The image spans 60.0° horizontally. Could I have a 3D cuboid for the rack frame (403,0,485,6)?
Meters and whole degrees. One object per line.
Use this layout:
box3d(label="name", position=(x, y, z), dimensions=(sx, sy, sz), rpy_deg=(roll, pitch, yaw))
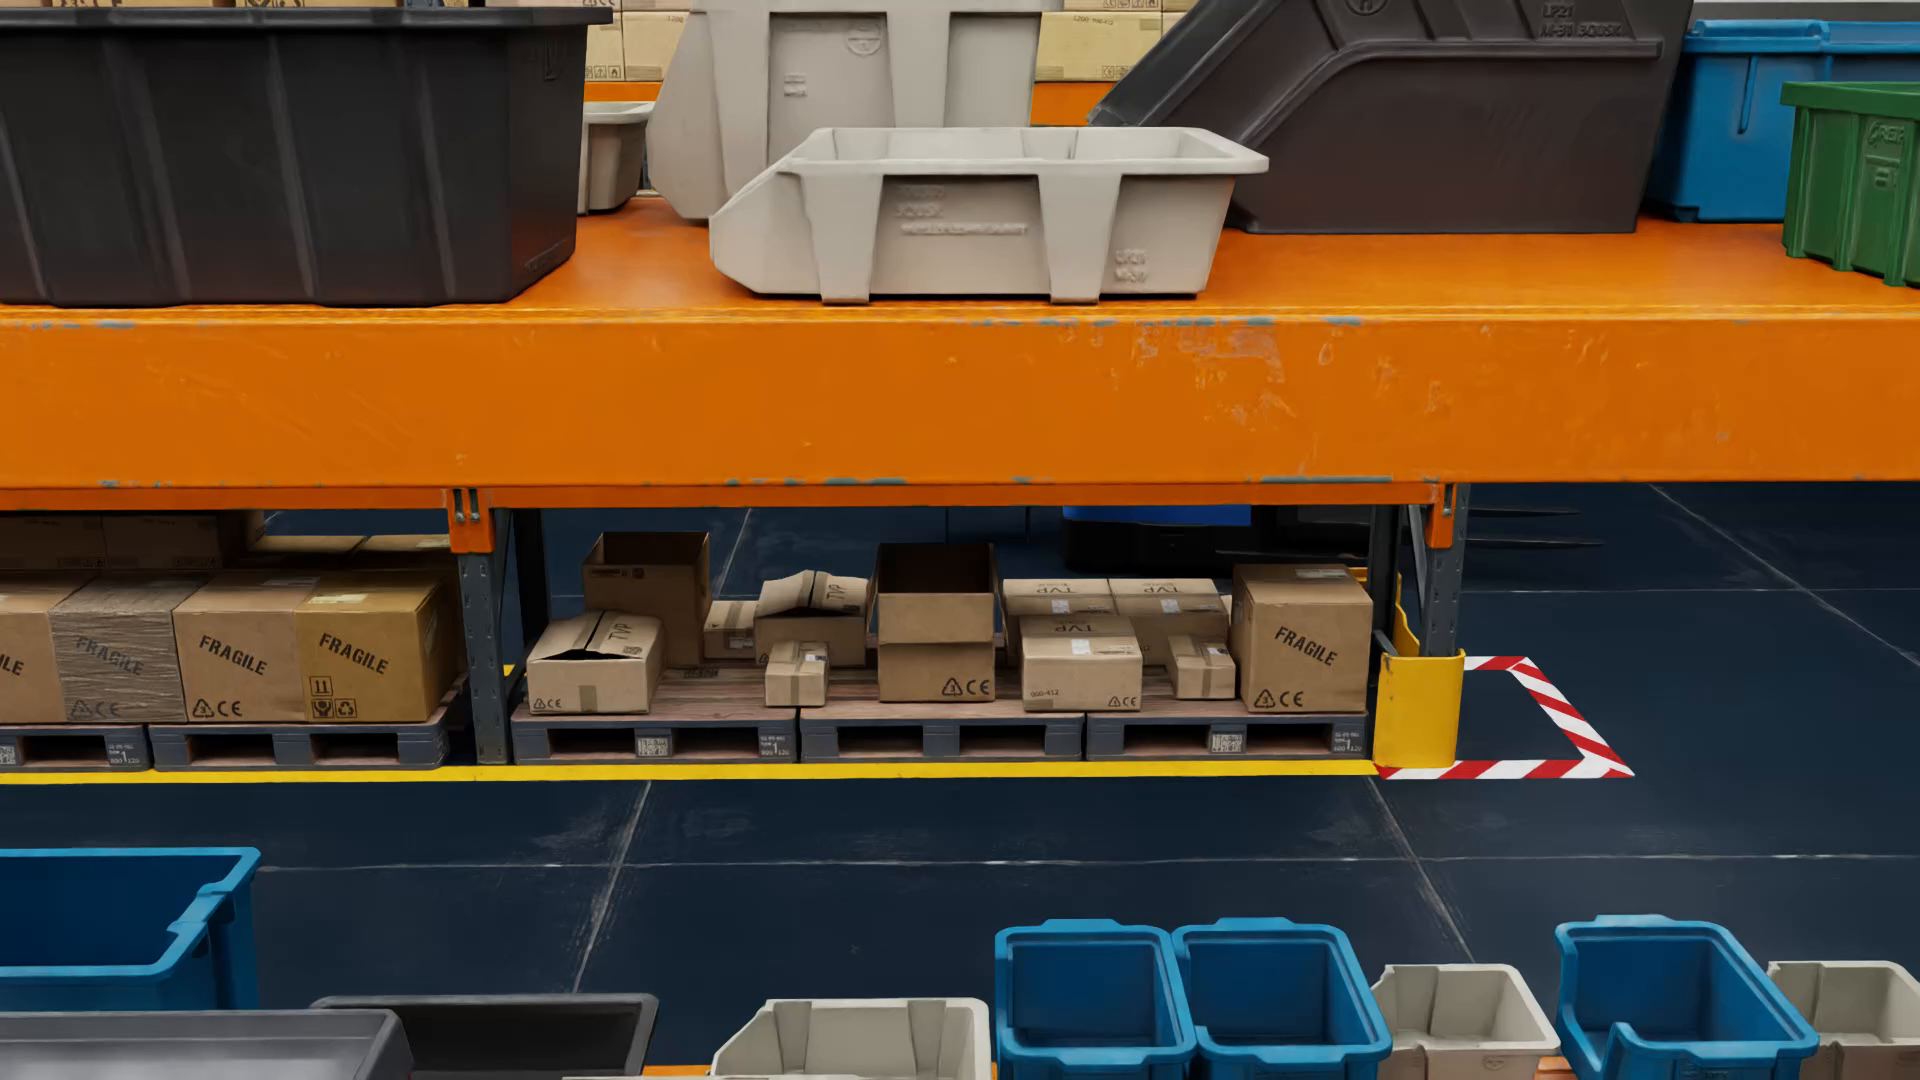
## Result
box3d(label="rack frame", position=(-1.994, -3.478, 6.159), dimensions=(0.127, 3.000, 1.000), rpy_deg=(0, 18, -1))

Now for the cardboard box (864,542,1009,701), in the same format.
box3d(label="cardboard box", position=(-0.116, 0.347, 7.423), dimensions=(0.637, 0.503, 0.797), rpy_deg=(0, 18, -1))

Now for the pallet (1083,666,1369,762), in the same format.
box3d(label="pallet", position=(1.132, 0.691, 7.547), dimensions=(1.213, 0.211, 1.003), rpy_deg=(0, 18, -1))

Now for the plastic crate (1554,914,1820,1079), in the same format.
box3d(label="plastic crate", position=(1.169, 0.827, 2.736), dimensions=(0.300, 0.233, 0.416), rpy_deg=(0, 18, -1))

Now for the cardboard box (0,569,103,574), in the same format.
box3d(label="cardboard box", position=(-4.020, 0.295, 7.589), dimensions=(0.500, 0.500, 0.500), rpy_deg=(-1, 18, -3))

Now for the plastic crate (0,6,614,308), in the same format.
box3d(label="plastic crate", position=(-0.673, -0.397, 1.679), dimensions=(0.590, 0.269, 0.497), rpy_deg=(0, 18, -1))

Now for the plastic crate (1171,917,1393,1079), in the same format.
box3d(label="plastic crate", position=(0.511, 0.830, 2.726), dimensions=(0.300, 0.233, 0.416), rpy_deg=(0, 18, -1))

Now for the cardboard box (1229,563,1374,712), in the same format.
box3d(label="cardboard box", position=(1.465, 0.417, 7.207), dimensions=(0.500, 0.500, 0.500), rpy_deg=(0, 18, -1))

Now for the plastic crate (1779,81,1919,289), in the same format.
box3d(label="plastic crate", position=(1.098, -0.364, 1.707), dimensions=(0.336, 0.188, 0.450), rpy_deg=(0, 18, -1))

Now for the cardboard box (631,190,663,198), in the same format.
box3d(label="cardboard box", position=(-1.493, -1.227, 7.161), dimensions=(0.500, 0.500, 0.500), rpy_deg=(0, 18, -1))

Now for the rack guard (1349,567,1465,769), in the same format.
box3d(label="rack guard", position=(1.929, 0.549, 7.516), dimensions=(0.348, 0.500, 1.175), rpy_deg=(0, 18, -1))

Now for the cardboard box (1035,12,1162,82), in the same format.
box3d(label="cardboard box", position=(0.496, -1.910, 6.424), dimensions=(0.500, 0.250, 0.500), rpy_deg=(0, 18, -1))

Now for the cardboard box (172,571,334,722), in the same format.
box3d(label="cardboard box", position=(-2.978, 0.449, 7.110), dimensions=(0.500, 0.500, 0.500), rpy_deg=(0, 18, -1))

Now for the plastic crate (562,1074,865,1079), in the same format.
box3d(label="plastic crate", position=(-0.390, 0.968, 2.216), dimensions=(0.530, 0.282, 0.437), rpy_deg=(0, 18, -1))

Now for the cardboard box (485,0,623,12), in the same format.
box3d(label="cardboard box", position=(-1.504, -2.143, 6.334), dimensions=(0.500, 0.250, 0.500), rpy_deg=(0, 18, -1))

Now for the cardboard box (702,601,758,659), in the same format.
box3d(label="cardboard box", position=(-1.055, 0.417, 7.785), dimensions=(0.250, 0.149, 0.380), rpy_deg=(0, 18, -1))

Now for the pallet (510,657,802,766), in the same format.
box3d(label="pallet", position=(-1.308, 0.703, 7.511), dimensions=(1.213, 0.211, 1.003), rpy_deg=(0, 18, -1))

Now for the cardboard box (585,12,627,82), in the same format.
box3d(label="cardboard box", position=(-1.504, -1.905, 6.412), dimensions=(0.500, 0.250, 0.500), rpy_deg=(0, 18, -1))

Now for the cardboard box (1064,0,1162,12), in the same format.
box3d(label="cardboard box", position=(0.496, -2.152, 6.362), dimensions=(0.500, 0.250, 0.500), rpy_deg=(0, 18, -1))

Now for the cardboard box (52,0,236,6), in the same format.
box3d(label="cardboard box", position=(-3.167, -2.355, 6.553), dimensions=(0.600, 0.600, 0.600), rpy_deg=(0, 18, -1))

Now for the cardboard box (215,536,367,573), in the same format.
box3d(label="cardboard box", position=(-3.015, 0.293, 7.596), dimensions=(0.500, 0.500, 0.500), rpy_deg=(0, 18, 0))

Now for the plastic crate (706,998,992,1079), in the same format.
box3d(label="plastic crate", position=(-0.183, 0.888, 2.703), dimensions=(0.466, 0.136, 0.293), rpy_deg=(0, 18, -1))

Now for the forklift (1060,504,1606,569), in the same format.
box3d(label="forklift", position=(2.130, -1.317, 9.354), dimensions=(3.031, 2.935, 1.130), rpy_deg=(2, 18, 7))

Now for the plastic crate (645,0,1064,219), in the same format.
box3d(label="plastic crate", position=(-0.141, -0.584, 2.240), dimensions=(0.530, 0.282, 0.437), rpy_deg=(0, 18, -1))

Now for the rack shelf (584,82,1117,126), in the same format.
box3d(label="rack shelf", position=(0.005, -1.717, 6.757), dimensions=(4.000, 0.370, 1.077), rpy_deg=(0, 18, -1))

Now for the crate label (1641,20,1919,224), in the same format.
box3d(label="crate label", position=(1.152, -0.580, 2.278), dimensions=(0.502, 0.251, 0.408), rpy_deg=(0, 18, -1))

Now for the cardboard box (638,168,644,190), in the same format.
box3d(label="cardboard box", position=(-2.540, -2.408, 11.961), dimensions=(0.500, 0.500, 0.500), rpy_deg=(-1, 18, -3))

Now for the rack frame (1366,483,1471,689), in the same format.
box3d(label="rack frame", position=(2.005, -0.641, 7.136), dimensions=(0.127, 3.000, 1.000), rpy_deg=(0, 18, -1))

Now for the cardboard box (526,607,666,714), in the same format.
box3d(label="cardboard box", position=(-1.571, 0.513, 7.219), dimensions=(0.500, 0.311, 0.500), rpy_deg=(0, 18, -1))

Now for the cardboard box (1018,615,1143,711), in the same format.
box3d(label="cardboard box", position=(0.515, 0.532, 7.260), dimensions=(0.500, 0.250, 0.500), rpy_deg=(0, 18, -1))

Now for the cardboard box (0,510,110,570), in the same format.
box3d(label="cardboard box", position=(-3.983, -0.063, 7.477), dimensions=(0.500, 0.250, 0.500), rpy_deg=(-1, 18, -2))

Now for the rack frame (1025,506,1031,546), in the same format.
box3d(label="rack frame", position=(0.409, -0.573, 9.870), dimensions=(0.015, 1.200, 0.240), rpy_deg=(0, 18, -1))

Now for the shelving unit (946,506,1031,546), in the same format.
box3d(label="shelving unit", position=(0.166, -0.572, 9.867), dimensions=(0.503, 1.200, 0.258), rpy_deg=(0, 18, -1))

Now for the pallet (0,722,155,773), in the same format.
box3d(label="pallet", position=(-4.030, 0.728, 7.432), dimensions=(1.213, 0.211, 1.003), rpy_deg=(0, 18, -1))

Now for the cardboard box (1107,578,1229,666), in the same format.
box3d(label="cardboard box", position=(0.957, 0.377, 7.743), dimensions=(0.500, 0.250, 0.500), rpy_deg=(0, 18, -1))

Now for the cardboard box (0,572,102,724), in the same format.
box3d(label="cardboard box", position=(-3.987, 0.454, 7.093), dimensions=(0.500, 0.500, 0.500), rpy_deg=(-1, 18, -3))
